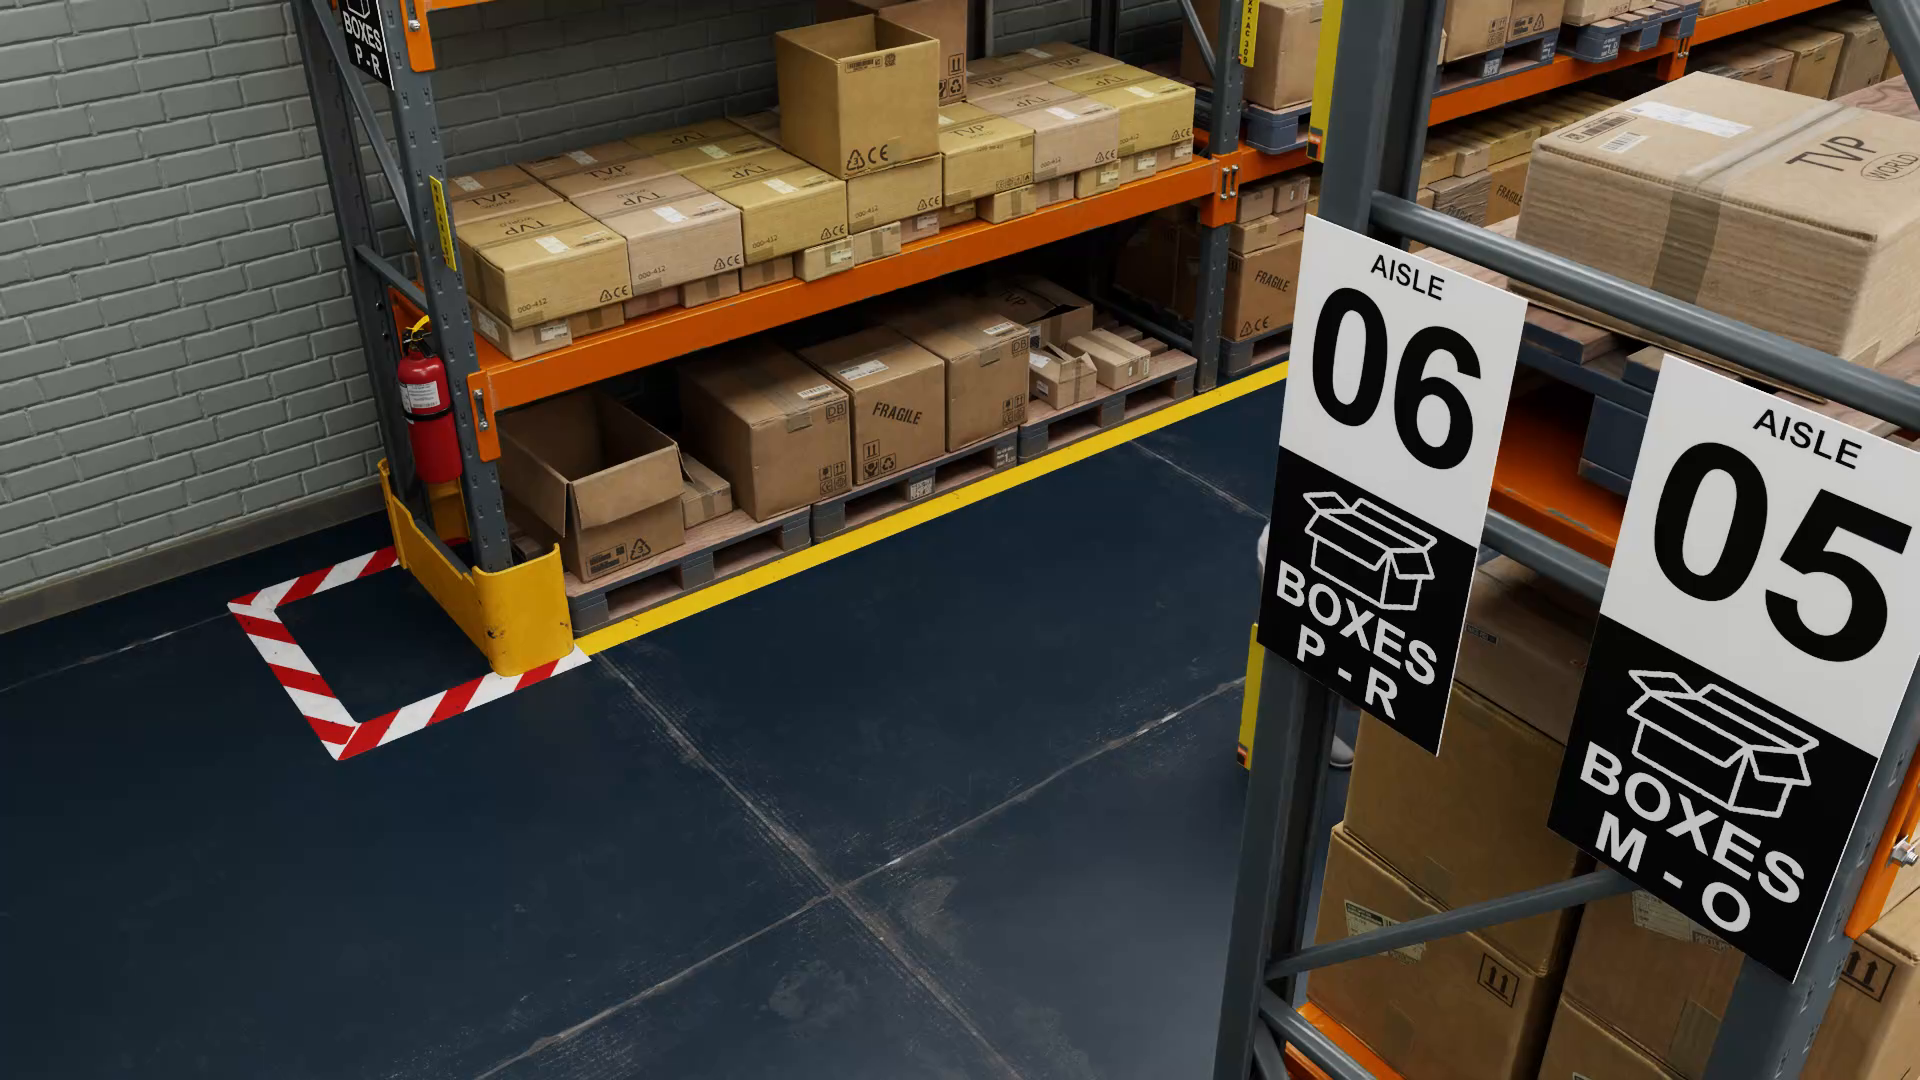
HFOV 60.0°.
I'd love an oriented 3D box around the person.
[{"bbox_3d":[1.324,0.141,5.921,0.416,1.666,0.533,-23,39,-32],"label":"person"}]
